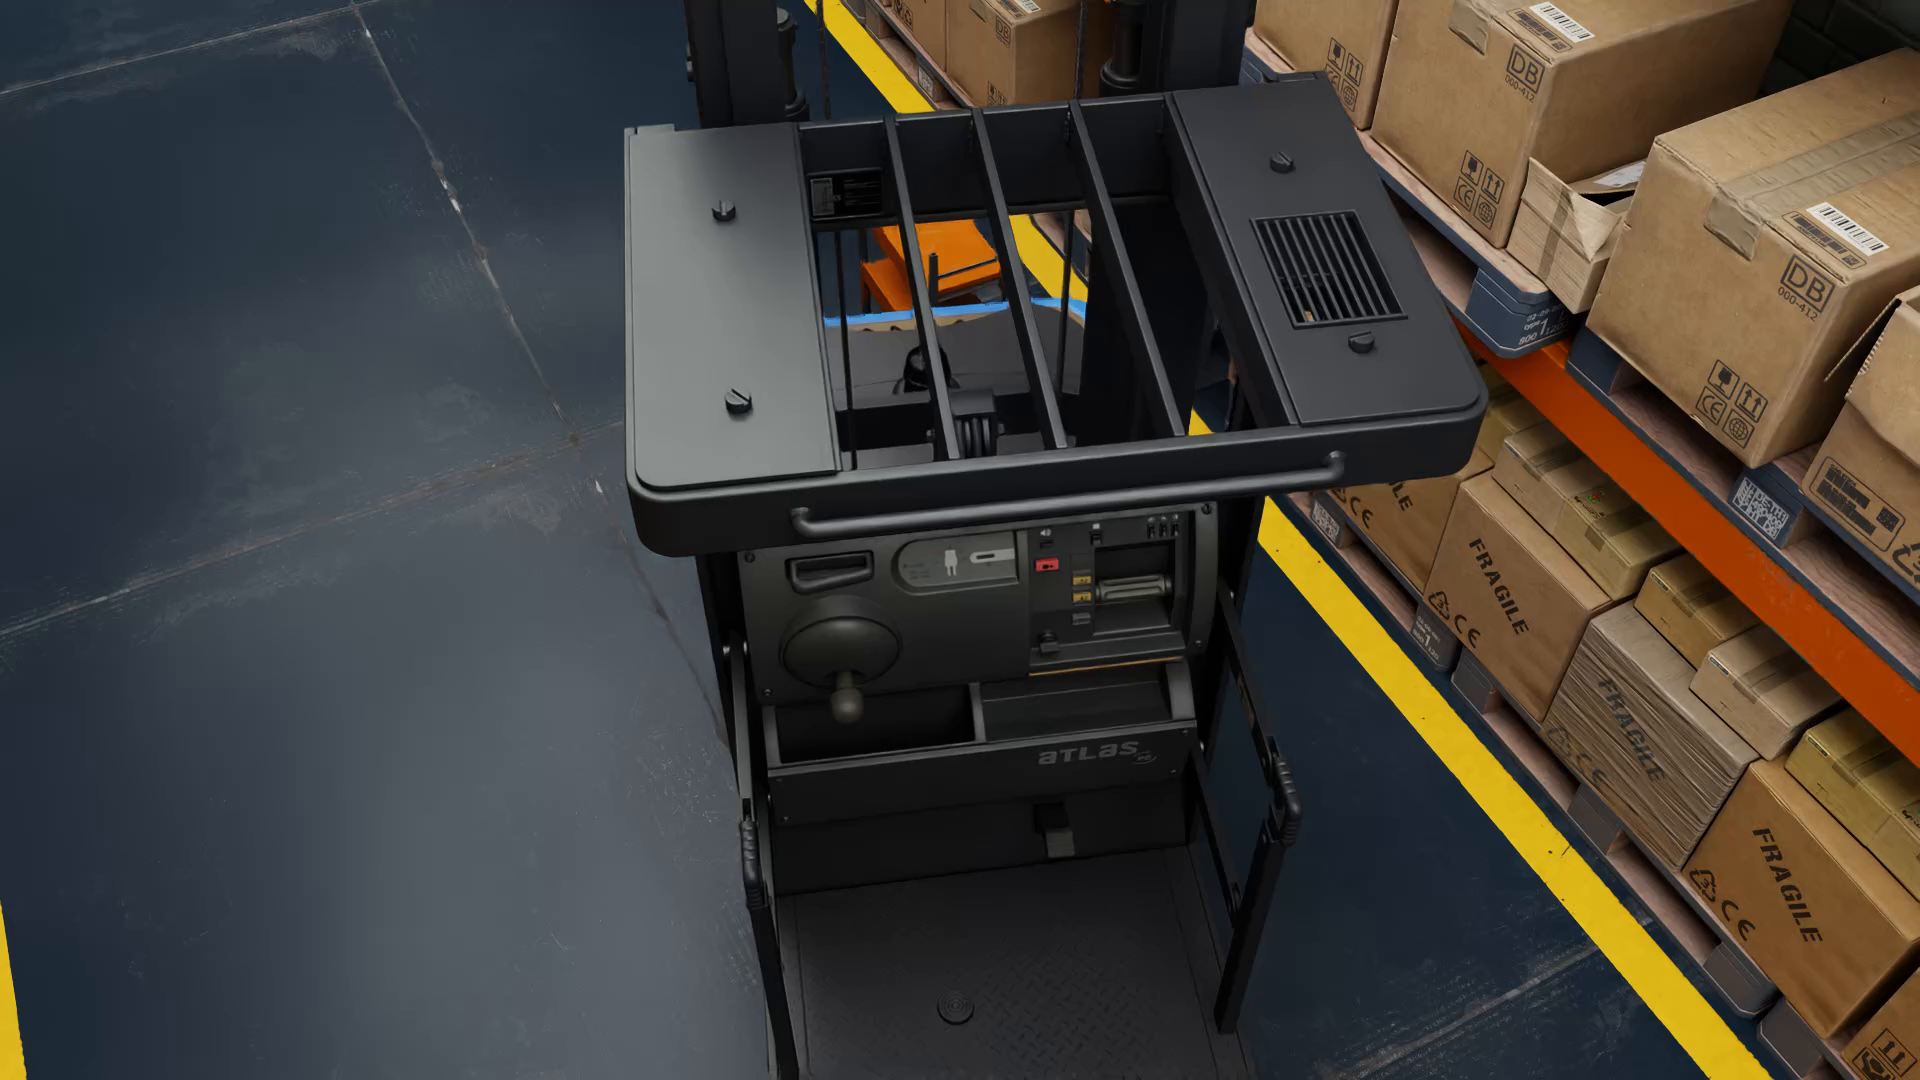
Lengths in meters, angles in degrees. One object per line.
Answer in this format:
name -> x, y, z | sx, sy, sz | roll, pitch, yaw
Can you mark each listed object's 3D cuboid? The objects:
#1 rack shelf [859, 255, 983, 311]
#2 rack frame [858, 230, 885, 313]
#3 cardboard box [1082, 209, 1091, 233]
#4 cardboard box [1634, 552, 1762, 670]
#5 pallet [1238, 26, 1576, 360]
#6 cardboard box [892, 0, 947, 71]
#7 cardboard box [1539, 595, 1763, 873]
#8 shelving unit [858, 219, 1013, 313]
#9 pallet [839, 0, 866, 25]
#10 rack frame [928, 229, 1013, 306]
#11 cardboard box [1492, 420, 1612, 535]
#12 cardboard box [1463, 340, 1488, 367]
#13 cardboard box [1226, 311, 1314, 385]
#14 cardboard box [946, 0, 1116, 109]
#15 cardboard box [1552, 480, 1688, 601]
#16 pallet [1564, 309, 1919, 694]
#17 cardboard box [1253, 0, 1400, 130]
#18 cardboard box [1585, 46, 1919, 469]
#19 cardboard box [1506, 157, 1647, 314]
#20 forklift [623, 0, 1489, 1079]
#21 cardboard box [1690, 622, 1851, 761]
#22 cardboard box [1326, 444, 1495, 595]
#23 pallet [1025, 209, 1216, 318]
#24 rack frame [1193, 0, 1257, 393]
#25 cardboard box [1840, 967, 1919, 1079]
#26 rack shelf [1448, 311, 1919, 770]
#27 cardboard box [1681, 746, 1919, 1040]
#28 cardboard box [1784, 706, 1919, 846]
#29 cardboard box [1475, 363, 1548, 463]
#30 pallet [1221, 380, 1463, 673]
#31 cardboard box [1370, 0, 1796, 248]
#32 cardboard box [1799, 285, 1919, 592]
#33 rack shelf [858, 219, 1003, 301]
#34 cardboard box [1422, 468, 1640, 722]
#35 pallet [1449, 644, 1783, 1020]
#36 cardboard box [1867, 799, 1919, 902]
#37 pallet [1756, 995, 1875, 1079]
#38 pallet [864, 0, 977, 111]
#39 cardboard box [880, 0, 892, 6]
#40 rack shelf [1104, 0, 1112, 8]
rack shelf -> -0.077, -0.654, 4.817 | 0.258, 0.148, 0.480 | -20, 52, -17
rack frame -> -0.183, -0.716, 5.079 | 0.240, 1.200, 0.015 | -20, 52, -17
cardboard box -> 0.660, -1.163, 5.889 | 0.380, 0.149, 0.250 | -23, 53, -19
cardboard box -> 1.906, 0.134, 4.090 | 0.380, 0.149, 0.250 | -21, 52, -17
pallet -> 1.444, -1.056, 4.308 | 1.003, 0.211, 1.213 | -21, 52, -18
cardboard box -> 0.050, -2.268, 6.623 | 0.500, 0.500, 0.500 | -20, 52, -17
cardboard box -> 1.906, 0.432, 4.261 | 0.500, 0.500, 0.500 | -23, 53, -19
shelving unit -> -0.077, -0.551, 4.935 | 0.258, 1.200, 0.503 | -20, 52, -17
pallet -> -0.254, -2.866, 7.617 | 1.003, 0.211, 1.213 | -21, 52, -18
rack frame -> 0.028, -0.385, 4.790 | 0.240, 1.200, 0.015 | -20, 52, -17
cardboard box -> 1.645, -0.203, 4.386 | 0.380, 0.149, 0.250 | -21, 52, -18
cardboard box -> 1.426, -0.562, 4.699 | 0.380, 0.149, 0.250 | -24, 53, -19
cardboard box -> 1.197, -0.605, 5.168 | 0.500, 0.500, 0.500 | -19, 52, -16
cardboard box -> 0.372, -1.962, 6.354 | 0.700, 0.500, 0.500 | -23, 53, -19
cardboard box -> 1.756, -0.036, 4.240 | 0.380, 0.149, 0.250 | -19, 52, -16
pallet -> 2.112, -0.251, 3.604 | 1.003, 0.211, 1.213 | -21, 52, -18
cardboard box -> 1.198, -1.462, 4.190 | 0.700, 0.500, 0.500 | -20, 52, -17
cardboard box -> 1.794, -0.590, 3.428 | 0.700, 0.500, 0.500 | -21, 52, -18
cardboard box -> 1.470, -0.723, 3.700 | 0.396, 0.266, 0.258 | -19, 51, -16
forklift -> 0.075, 0.232, 3.100 | 1.130, 2.935, 3.031 | -6, 49, -5
cardboard box -> 1.973, 0.316, 3.931 | 0.380, 0.149, 0.250 | -23, 53, -19
cardboard box -> 1.449, -0.252, 4.860 | 0.500, 0.500, 0.500 | -22, 52, -18
pallet -> 0.862, -1.233, 6.189 | 1.003, 0.211, 1.213 | -21, 52, -18
rack frame -> 1.176, -1.691, 4.737 | 1.000, 3.000, 0.127 | -21, 52, -18
cardboard box -> 2.402, 1.123, 3.657 | 0.500, 0.500, 0.500 | -22, 52, -18
rack shelf -> 2.091, -0.116, 3.837 | 1.077, 0.370, 4.000 | -21, 52, -18
cardboard box -> 2.160, 0.774, 3.962 | 0.500, 0.500, 0.500 | -19, 52, -16
cardboard box -> 2.126, 0.491, 3.778 | 0.380, 0.149, 0.250 | -22, 52, -18
cardboard box -> 1.564, -0.383, 4.543 | 0.380, 0.149, 0.250 | -22, 52, -18
pallet -> 1.581, -0.242, 5.321 | 1.003, 0.211, 1.213 | -21, 52, -18
cardboard box -> 1.435, -1.115, 3.887 | 0.700, 0.500, 0.500 | -21, 52, -17
cardboard box -> 2.095, -0.215, 3.098 | 0.797, 0.503, 0.637 | -22, 52, -18
rack shelf -> -0.077, -0.810, 4.639 | 0.258, 0.148, 0.480 | -20, 52, -17
cardboard box -> 1.674, 0.083, 4.566 | 0.500, 0.500, 0.500 | -23, 53, -19
pallet -> 2.144, 0.576, 4.606 | 1.003, 0.211, 1.213 | -21, 52, -18
cardboard box -> 2.241, 0.658, 3.633 | 0.380, 0.149, 0.250 | -20, 52, -16
pallet -> 2.698, 1.391, 3.893 | 1.003, 0.211, 1.213 | -21, 52, -18
pallet -> 0.300, -2.051, 6.904 | 1.003, 0.211, 1.213 | -21, 52, -18
cardboard box -> -0.103, -2.656, 6.962 | 0.700, 0.500, 0.500 | -19, 52, -16
rack shelf -> 0.260, -2.793, 6.178 | 1.077, 0.370, 4.000 | -21, 52, -18
